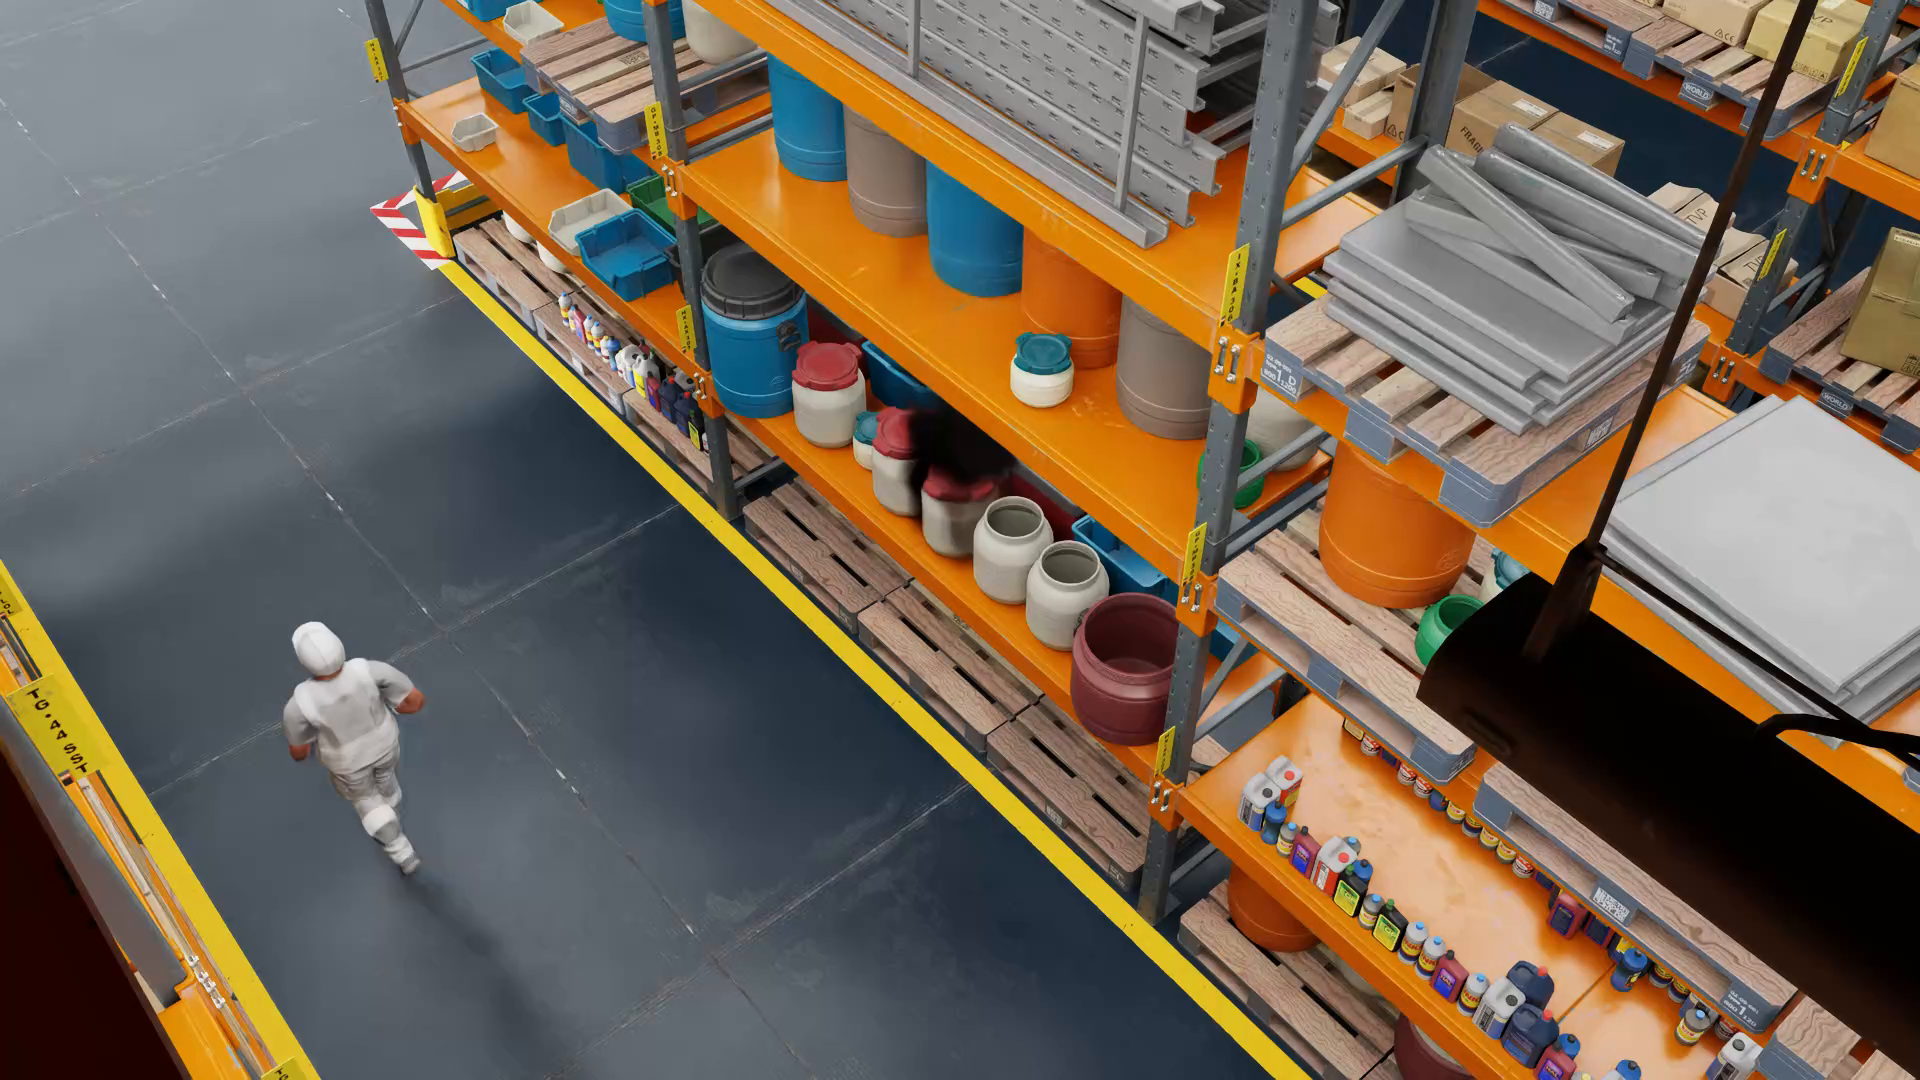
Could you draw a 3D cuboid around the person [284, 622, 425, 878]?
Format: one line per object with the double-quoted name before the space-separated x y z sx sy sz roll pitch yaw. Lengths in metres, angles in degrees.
"person" -2.984 1.066 8.366 0.655 1.788 0.845 -31 54 -26
